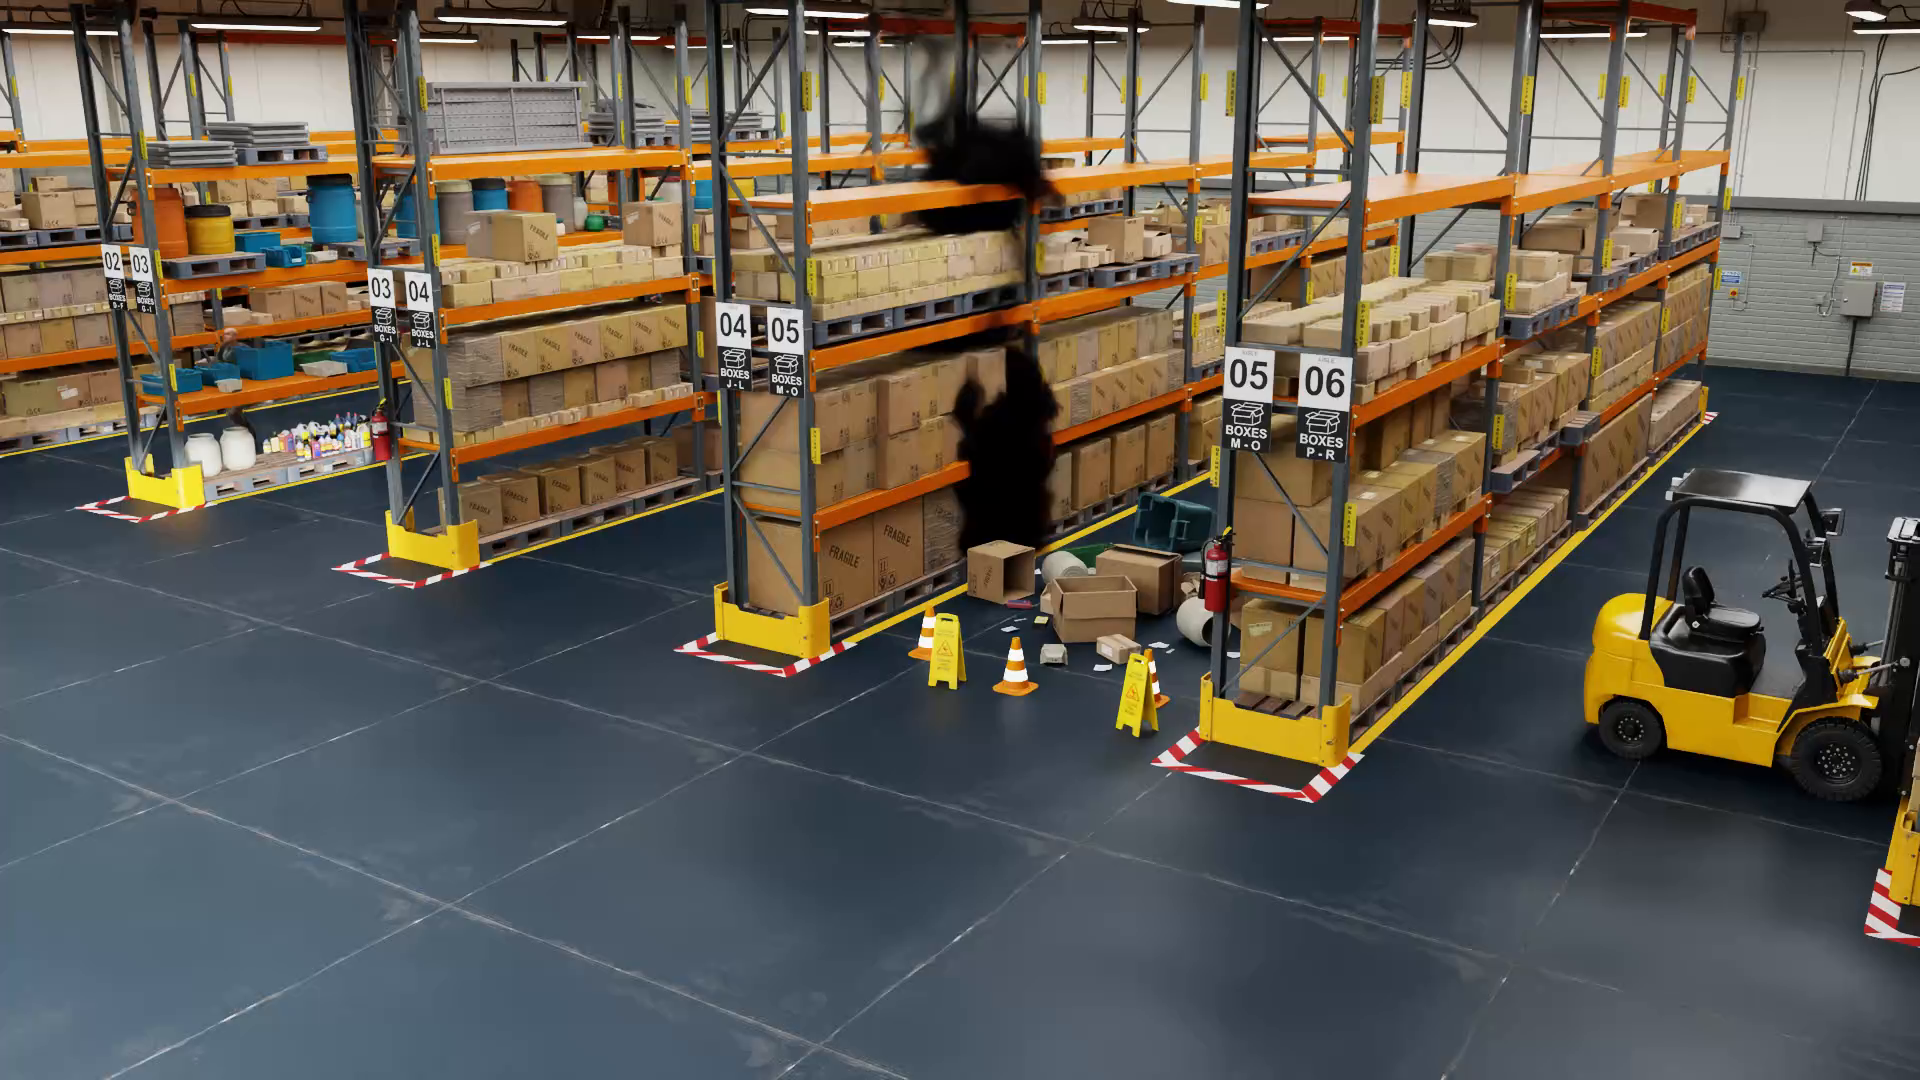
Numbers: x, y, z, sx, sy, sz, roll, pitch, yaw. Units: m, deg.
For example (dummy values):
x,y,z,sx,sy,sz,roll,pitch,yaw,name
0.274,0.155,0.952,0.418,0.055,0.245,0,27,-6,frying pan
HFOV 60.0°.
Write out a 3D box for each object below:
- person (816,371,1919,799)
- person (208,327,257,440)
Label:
x,y,z,sx,sy,sz,roll,pitch,yaw,name
3.151,0.076,15.043,11.965,1.995,4.177,6,17,20,person
-10.397,-2.165,23.827,0.641,1.747,0.689,6,17,20,person
